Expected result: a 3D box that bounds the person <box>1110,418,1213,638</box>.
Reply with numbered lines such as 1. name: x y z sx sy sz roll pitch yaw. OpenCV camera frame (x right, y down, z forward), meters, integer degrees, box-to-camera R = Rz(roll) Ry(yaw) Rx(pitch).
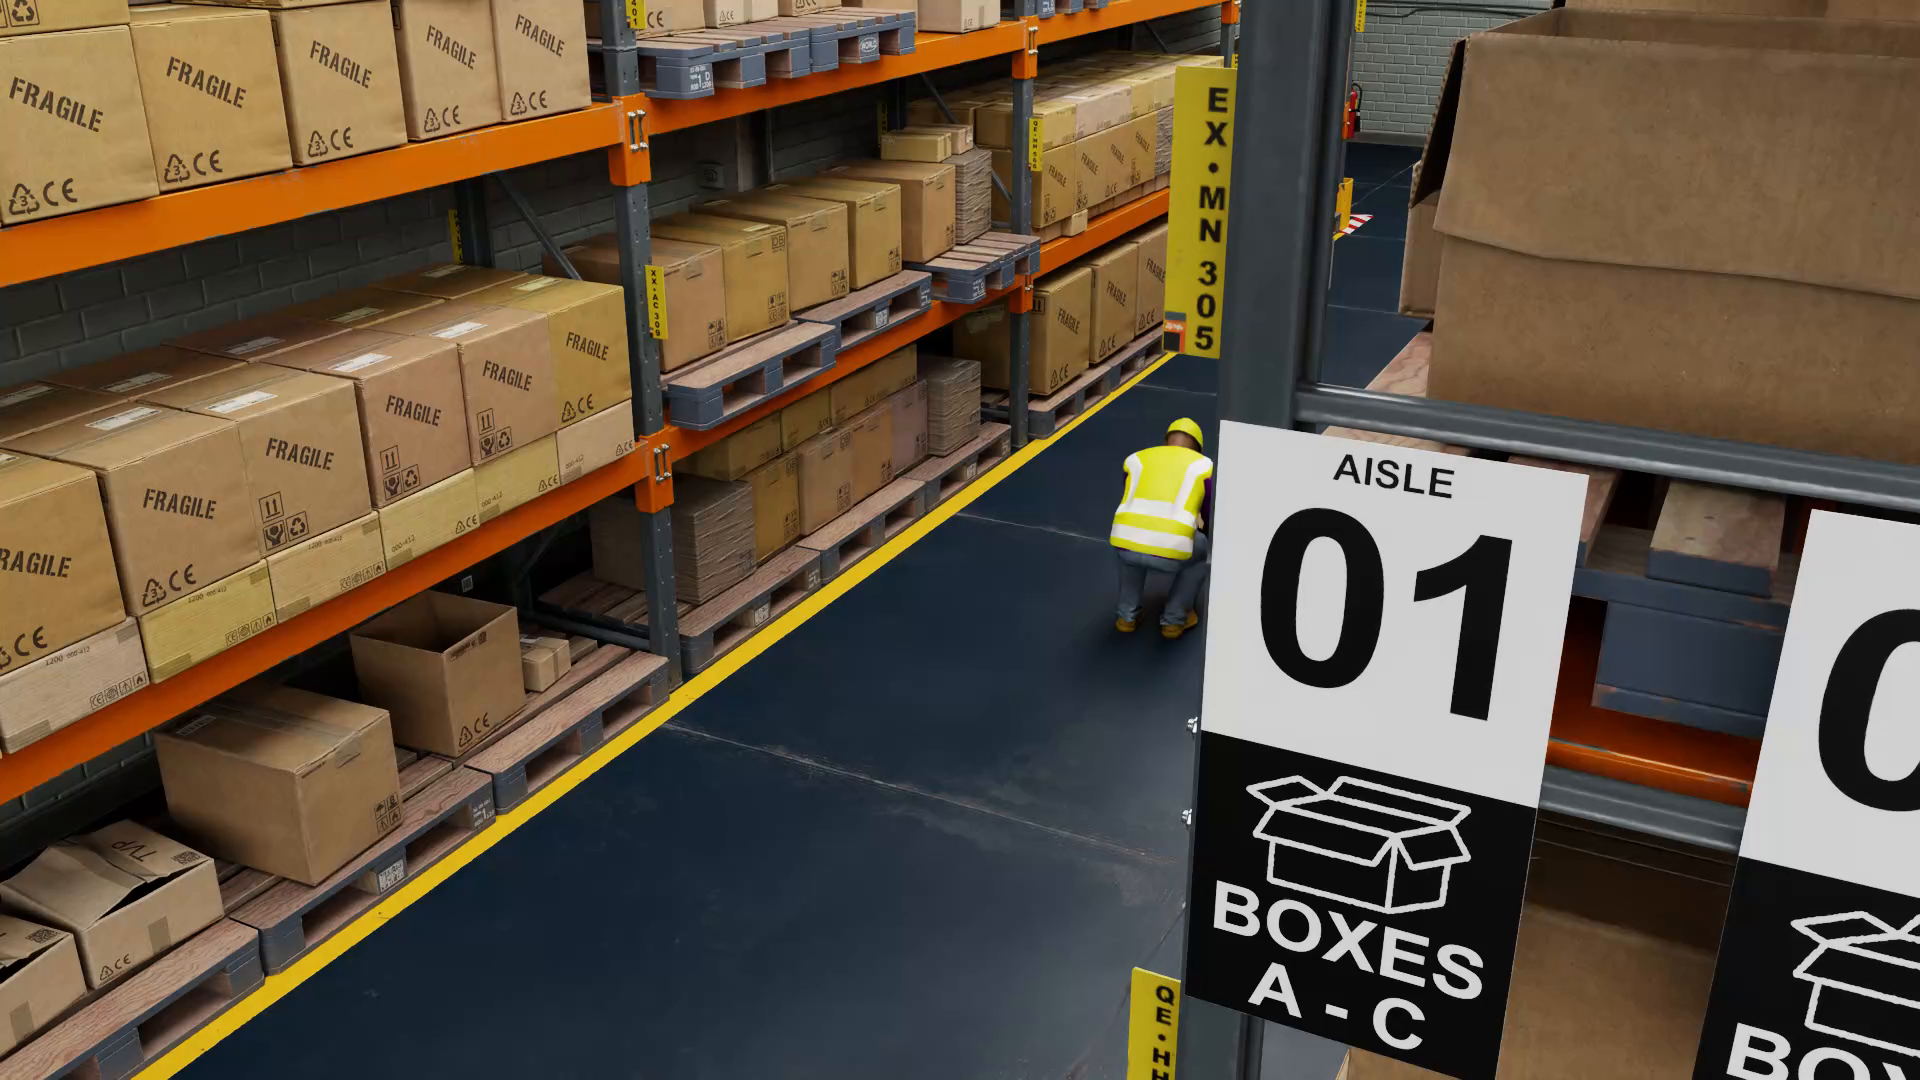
1. person: 1.063 -0.054 8.684 0.536 1.011 0.904 10 25 23
